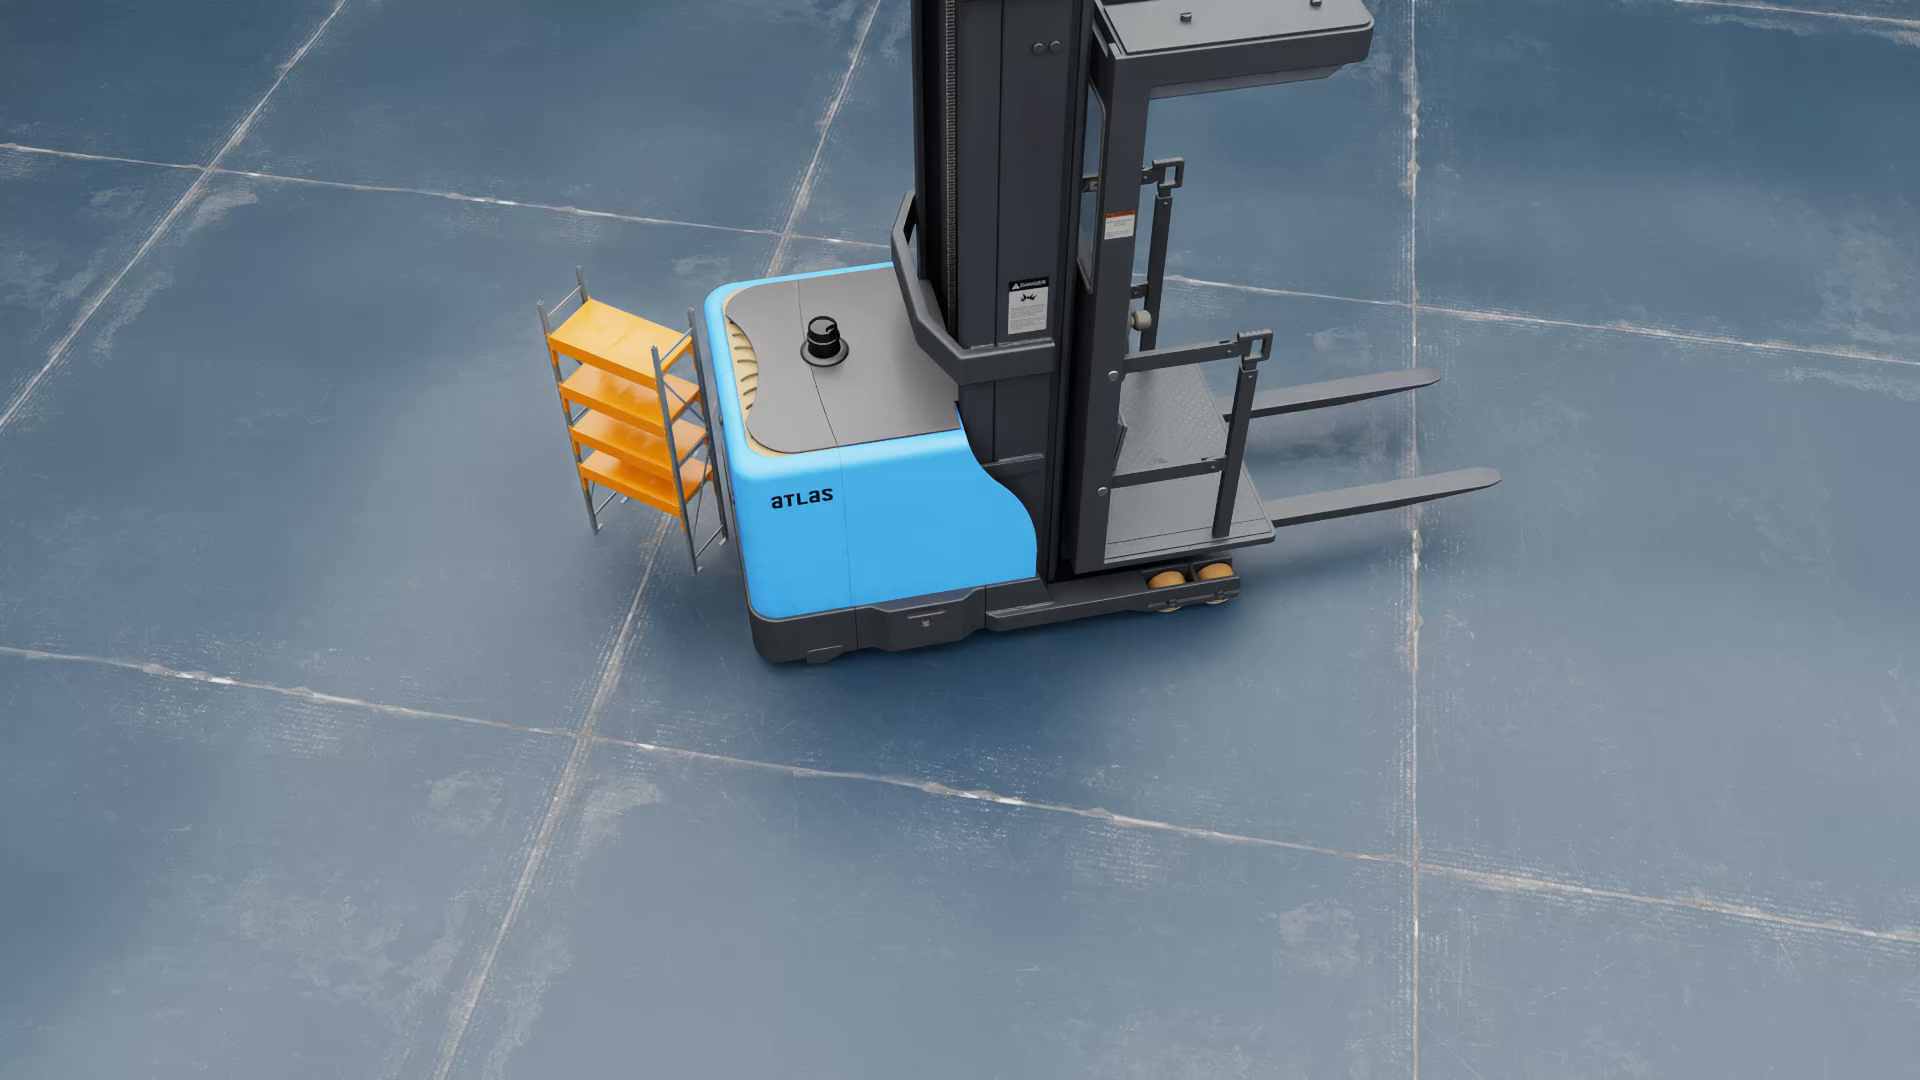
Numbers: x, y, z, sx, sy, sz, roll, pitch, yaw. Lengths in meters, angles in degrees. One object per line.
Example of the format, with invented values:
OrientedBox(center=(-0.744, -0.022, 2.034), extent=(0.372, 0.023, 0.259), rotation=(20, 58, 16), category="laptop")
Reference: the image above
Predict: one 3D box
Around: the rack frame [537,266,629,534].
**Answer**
OrientedBox(center=(-1.427, -0.507, 6.371), extent=(0.015, 1.200, 0.240), rotation=(22, 52, 19), category="rack frame")

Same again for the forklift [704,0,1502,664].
OrientedBox(center=(0.616, -1.078, 5.720), extent=(3.031, 2.935, 1.130), rotation=(-9, 49, -8), category="forklift")

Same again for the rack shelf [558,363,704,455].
OrientedBox(center=(-1.213, -0.525, 6.177), extent=(0.480, 0.148, 0.258), rotation=(22, 52, 19), category="rack shelf")

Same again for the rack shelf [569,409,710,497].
OrientedBox(center=(-1.213, -0.376, 6.343), extent=(0.480, 0.148, 0.258), rotation=(22, 52, 19), category="rack shelf")

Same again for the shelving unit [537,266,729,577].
OrientedBox(center=(-1.213, -0.421, 6.293), extent=(0.503, 1.200, 0.258), rotation=(22, 52, 19), category="shelving unit")

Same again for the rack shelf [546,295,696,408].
OrientedBox(center=(-1.213, -0.683, 6.001), extent=(0.480, 0.148, 0.258), rotation=(22, 52, 19), category="rack shelf")

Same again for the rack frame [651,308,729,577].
OrientedBox(center=(-0.998, -0.334, 6.215), extent=(0.015, 1.200, 0.240), rotation=(22, 52, 19), category="rack frame")

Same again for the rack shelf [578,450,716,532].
OrientedBox(center=(-1.213, -0.243, 6.491), extent=(0.480, 0.148, 0.258), rotation=(22, 52, 19), category="rack shelf")
